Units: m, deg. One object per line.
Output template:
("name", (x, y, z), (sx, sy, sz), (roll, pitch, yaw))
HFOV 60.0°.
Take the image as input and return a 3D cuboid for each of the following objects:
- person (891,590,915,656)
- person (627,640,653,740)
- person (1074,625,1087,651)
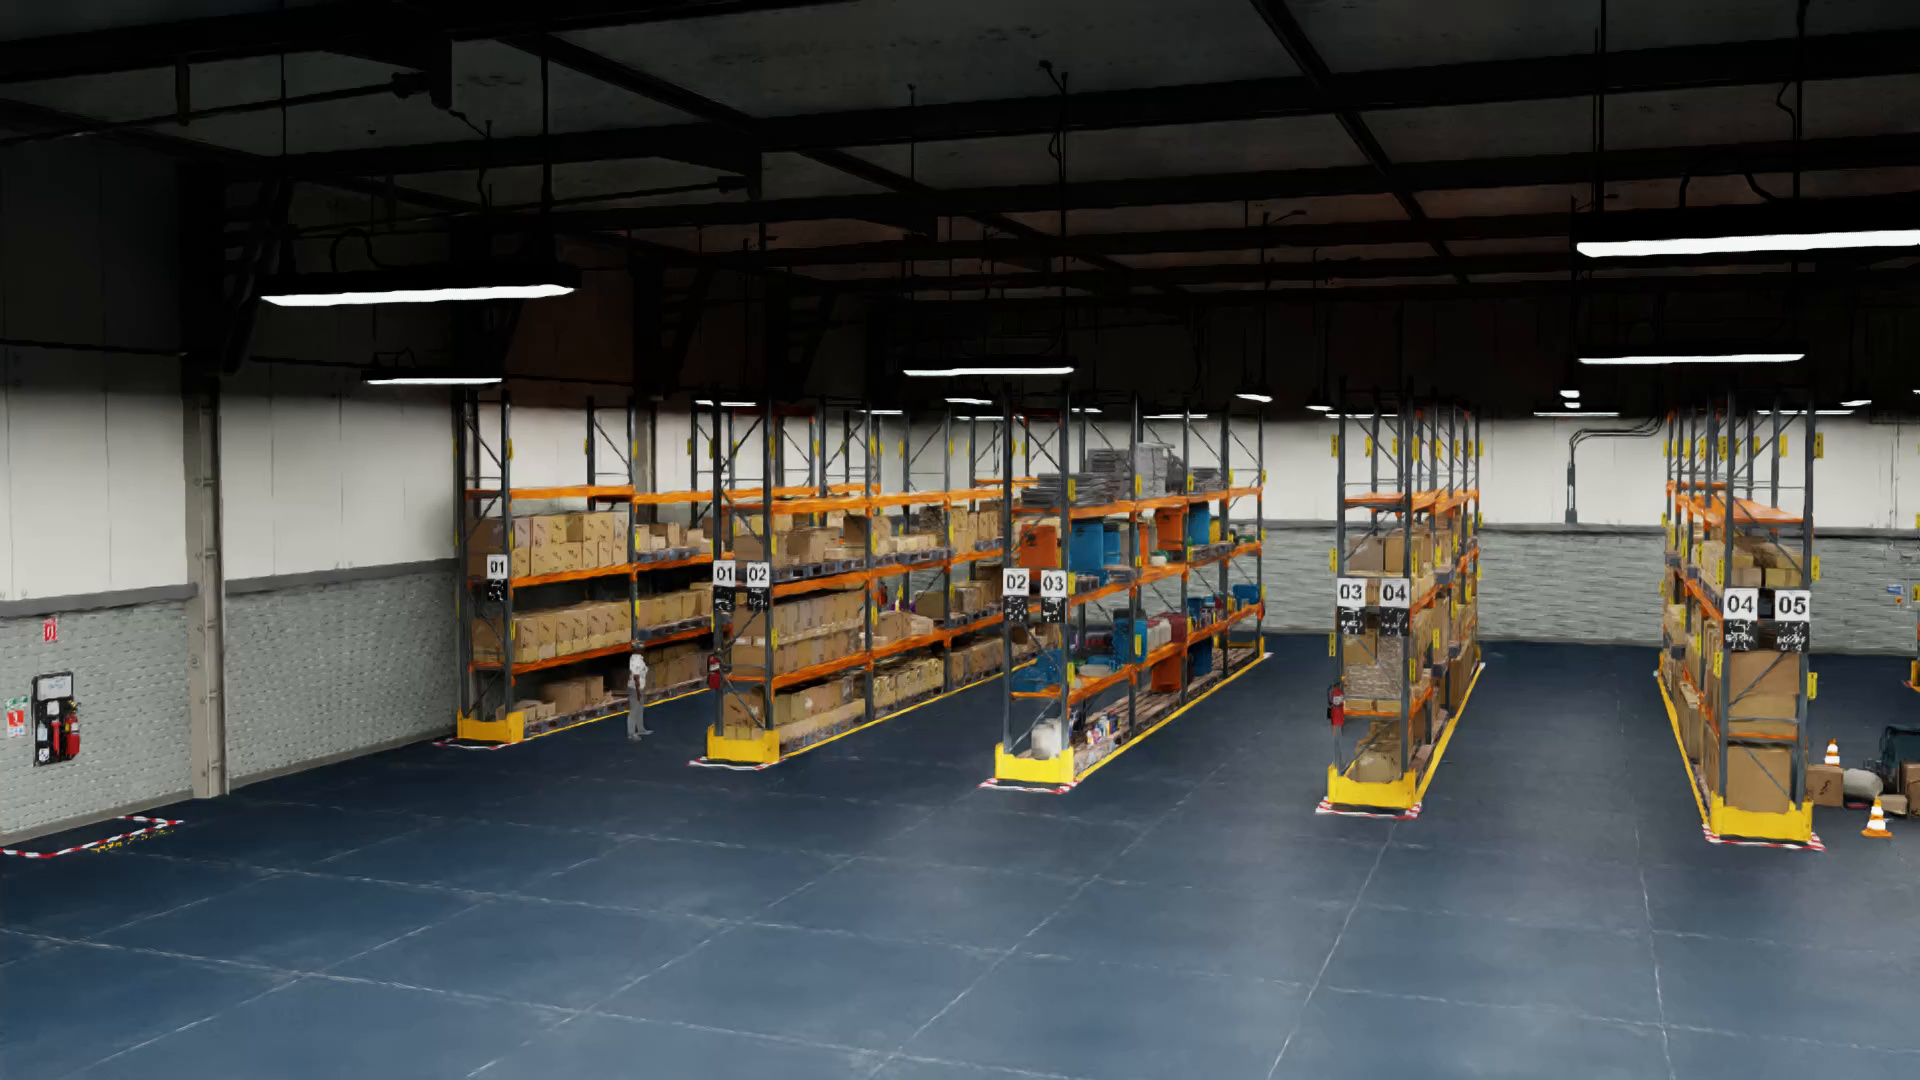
("person", (-1.329, 1.997, 39.177), (0.719, 1.714, 0.578), (1, 3, 19))
("person", (-5.526, 2.570, 28.685), (0.437, 1.684, 0.553), (0, 3, -9))
("person", (2.475, 2.415, 33.292), (0.415, 1.480, 1.042), (1, 3, 18))
